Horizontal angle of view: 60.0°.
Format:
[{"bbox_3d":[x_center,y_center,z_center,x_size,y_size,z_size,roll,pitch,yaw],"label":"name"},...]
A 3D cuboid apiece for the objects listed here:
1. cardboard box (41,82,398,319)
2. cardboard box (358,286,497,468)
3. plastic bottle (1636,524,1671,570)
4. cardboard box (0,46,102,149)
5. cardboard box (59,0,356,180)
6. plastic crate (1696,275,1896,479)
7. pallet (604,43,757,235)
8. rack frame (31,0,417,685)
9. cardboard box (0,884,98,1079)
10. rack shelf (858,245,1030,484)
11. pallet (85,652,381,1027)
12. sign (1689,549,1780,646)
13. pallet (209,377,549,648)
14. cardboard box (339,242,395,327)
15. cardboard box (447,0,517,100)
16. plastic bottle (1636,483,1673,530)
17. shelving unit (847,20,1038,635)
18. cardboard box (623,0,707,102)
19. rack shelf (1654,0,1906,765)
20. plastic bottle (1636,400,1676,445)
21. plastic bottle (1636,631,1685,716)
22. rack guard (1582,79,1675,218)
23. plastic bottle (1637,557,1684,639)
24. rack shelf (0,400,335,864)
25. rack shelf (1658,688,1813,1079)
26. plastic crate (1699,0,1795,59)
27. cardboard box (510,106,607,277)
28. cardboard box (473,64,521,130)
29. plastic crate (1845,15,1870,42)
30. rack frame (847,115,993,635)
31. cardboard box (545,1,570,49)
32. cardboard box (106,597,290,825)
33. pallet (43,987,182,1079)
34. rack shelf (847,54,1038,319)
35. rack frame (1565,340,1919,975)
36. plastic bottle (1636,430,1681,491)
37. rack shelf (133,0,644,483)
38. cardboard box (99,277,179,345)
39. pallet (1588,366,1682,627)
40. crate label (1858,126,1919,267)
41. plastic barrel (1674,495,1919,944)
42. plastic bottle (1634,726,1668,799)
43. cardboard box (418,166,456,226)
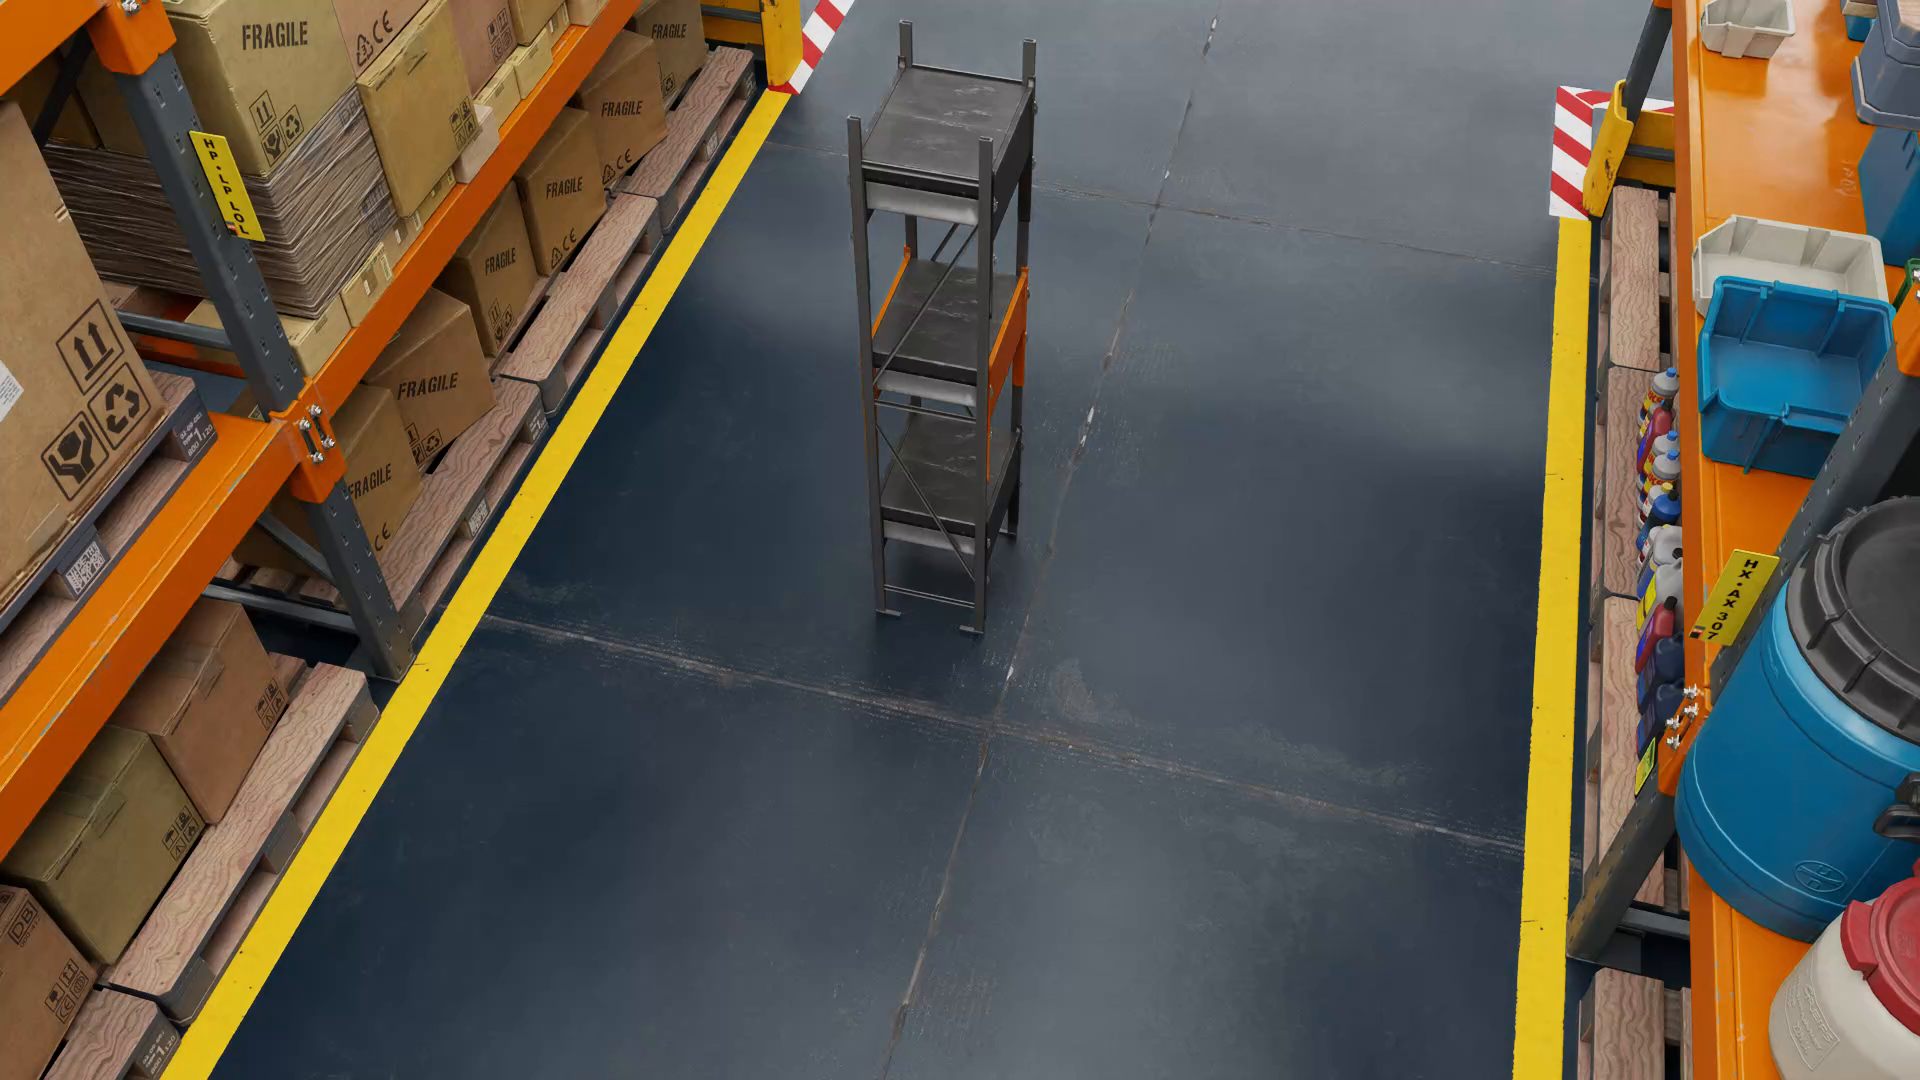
[{"bbox_3d":[-2.241,-1.075,4.933,0.875,0.500,0.500,12,50,10],"label":"cardboard box"},{"bbox_3d":[-2.132,-0.639,6.200,0.500,0.500,0.500,27,54,22],"label":"cardboard box"},{"bbox_3d":[2.438,0.025,5.800,0.097,0.201,0.097,0,49,0],"label":"plastic bottle"},{"bbox_3d":[-2.566,-1.472,4.617,0.500,0.500,0.500,12,50,10],"label":"cardboard box"},{"bbox_3d":[-2.055,-1.368,4.524,0.500,0.500,0.500,12,50,10],"label":"cardboard box"},{"bbox_3d":[2.389,-0.457,4.752,0.499,0.251,0.616,12,50,10],"label":"plastic crate"},{"bbox_3d":[-1.634,-1.965,7.843,1.003,0.211,1.213,12,50,10],"label":"pallet"},{"bbox_3d":[-2.419,-0.630,4.805,1.000,3.000,0.127,12,50,10],"label":"rack frame"},{"bbox_3d":[-2.892,1.238,4.531,0.700,0.500,0.500,8,49,7],"label":"cardboard box"},{"bbox_3d":[-0.044,-0.566,5.367,0.431,0.518,0.480,12,50,10],"label":"rack shelf"},{"bbox_3d":[-2.622,0.856,5.353,1.003,0.211,1.213,12,50,10],"label":"pallet"},{"bbox_3d":[1.832,0.139,3.942,0.100,0.325,0.005,12,50,10],"label":"sign"},{"bbox_3d":[-2.276,-0.200,6.286,1.003,0.211,1.213,12,50,10],"label":"pallet"},{"bbox_3d":[-1.994,-0.821,5.142,0.380,0.149,0.250,12,50,10],"label":"cardboard box"},{"bbox_3d":[-2.041,-1.811,5.583,0.875,0.500,0.500,12,50,10],"label":"cardboard box"},{"bbox_3d":[2.492,-0.123,5.931,0.097,0.201,0.097,0,49,0],"label":"plastic bottle"},{"bbox_3d":[-0.044,-0.575,5.357,0.431,2.100,0.503,12,50,10],"label":"shelving unit"},{"bbox_3d":[-1.547,-2.387,7.743,0.500,0.500,0.500,20,52,17],"label":"cardboard box"},{"bbox_3d":[2.886,-0.861,5.489,1.077,0.370,4.000,12,50,10],"label":"rack shelf"},{"bbox_3d":[2.607,-0.441,6.211,0.097,0.201,0.097,0,49,0],"label":"plastic bottle"},{"bbox_3d":[2.301,0.417,5.355,0.144,0.351,0.185,9,49,8],"label":"plastic bottle"},{"bbox_3d":[3.438,-1.654,7.377,1.175,0.500,0.348,12,50,10],"label":"rack guard"},{"bbox_3d":[2.386,0.183,5.561,0.144,0.351,0.185,11,50,10],"label":"plastic bottle"},{"bbox_3d":[-2.945,1.055,3.798,1.077,0.370,4.000,12,50,10],"label":"rack shelf"},{"bbox_3d":[1.833,2.032,2.936,1.077,0.370,4.000,12,50,10],"label":"rack shelf"},{"bbox_3d":[2.866,-1.875,6.080,0.298,0.136,0.250,12,50,10],"label":"plastic crate"},{"bbox_3d":[-1.854,-1.498,6.959,0.500,0.500,0.500,16,50,14],"label":"cardboard box"},{"bbox_3d":[-1.767,-1.552,5.787,0.380,0.149,0.250,12,50,10],"label":"cardboard box"},{"bbox_3d":[3.569,-2.075,6.180,0.499,0.251,0.616,12,50,10],"label":"plastic crate"},{"bbox_3d":[-0.108,-0.399,5.201,0.400,2.100,0.015,12,50,10],"label":"rack frame"},{"bbox_3d":[-1.668,-1.920,6.112,0.380,0.149,0.250,12,50,10],"label":"cardboard box"},{"bbox_3d":[-2.601,0.492,5.189,0.700,0.500,0.500,8,49,7],"label":"cardboard box"},{"bbox_3d":[-2.941,1.742,4.572,1.003,0.211,1.213,12,50,10],"label":"pallet"},{"bbox_3d":[-0.044,-1.029,4.842,0.431,0.518,0.480,12,50,10],"label":"rack shelf"},{"bbox_3d":[2.360,0.348,3.943,1.000,3.000,0.127,12,50,10],"label":"rack frame"},{"bbox_3d":[2.544,-0.291,6.032,0.097,0.271,0.097,0,49,0],"label":"plastic bottle"},{"bbox_3d":[-1.892,-1.838,6.352,1.077,0.370,4.000,12,50,10],"label":"rack shelf"},{"bbox_3d":[-2.646,-0.760,5.088,0.380,0.149,0.250,12,50,10],"label":"cardboard box"},{"bbox_3d":[2.896,-0.093,6.191,1.003,0.211,1.213,12,50,10],"label":"pallet"},{"bbox_3d":[3.189,-1.173,5.261,0.502,0.435,0.616,12,50,10],"label":"crate label"},{"bbox_3d":[1.966,0.401,3.561,0.600,0.901,0.708,12,50,10],"label":"plastic barrel"},{"bbox_3d":[2.168,0.688,5.161,0.061,0.283,0.133,14,50,12],"label":"plastic bottle"},{"bbox_3d":[-1.898,-1.190,5.467,0.380,0.149,0.250,12,50,10],"label":"cardboard box"}]
